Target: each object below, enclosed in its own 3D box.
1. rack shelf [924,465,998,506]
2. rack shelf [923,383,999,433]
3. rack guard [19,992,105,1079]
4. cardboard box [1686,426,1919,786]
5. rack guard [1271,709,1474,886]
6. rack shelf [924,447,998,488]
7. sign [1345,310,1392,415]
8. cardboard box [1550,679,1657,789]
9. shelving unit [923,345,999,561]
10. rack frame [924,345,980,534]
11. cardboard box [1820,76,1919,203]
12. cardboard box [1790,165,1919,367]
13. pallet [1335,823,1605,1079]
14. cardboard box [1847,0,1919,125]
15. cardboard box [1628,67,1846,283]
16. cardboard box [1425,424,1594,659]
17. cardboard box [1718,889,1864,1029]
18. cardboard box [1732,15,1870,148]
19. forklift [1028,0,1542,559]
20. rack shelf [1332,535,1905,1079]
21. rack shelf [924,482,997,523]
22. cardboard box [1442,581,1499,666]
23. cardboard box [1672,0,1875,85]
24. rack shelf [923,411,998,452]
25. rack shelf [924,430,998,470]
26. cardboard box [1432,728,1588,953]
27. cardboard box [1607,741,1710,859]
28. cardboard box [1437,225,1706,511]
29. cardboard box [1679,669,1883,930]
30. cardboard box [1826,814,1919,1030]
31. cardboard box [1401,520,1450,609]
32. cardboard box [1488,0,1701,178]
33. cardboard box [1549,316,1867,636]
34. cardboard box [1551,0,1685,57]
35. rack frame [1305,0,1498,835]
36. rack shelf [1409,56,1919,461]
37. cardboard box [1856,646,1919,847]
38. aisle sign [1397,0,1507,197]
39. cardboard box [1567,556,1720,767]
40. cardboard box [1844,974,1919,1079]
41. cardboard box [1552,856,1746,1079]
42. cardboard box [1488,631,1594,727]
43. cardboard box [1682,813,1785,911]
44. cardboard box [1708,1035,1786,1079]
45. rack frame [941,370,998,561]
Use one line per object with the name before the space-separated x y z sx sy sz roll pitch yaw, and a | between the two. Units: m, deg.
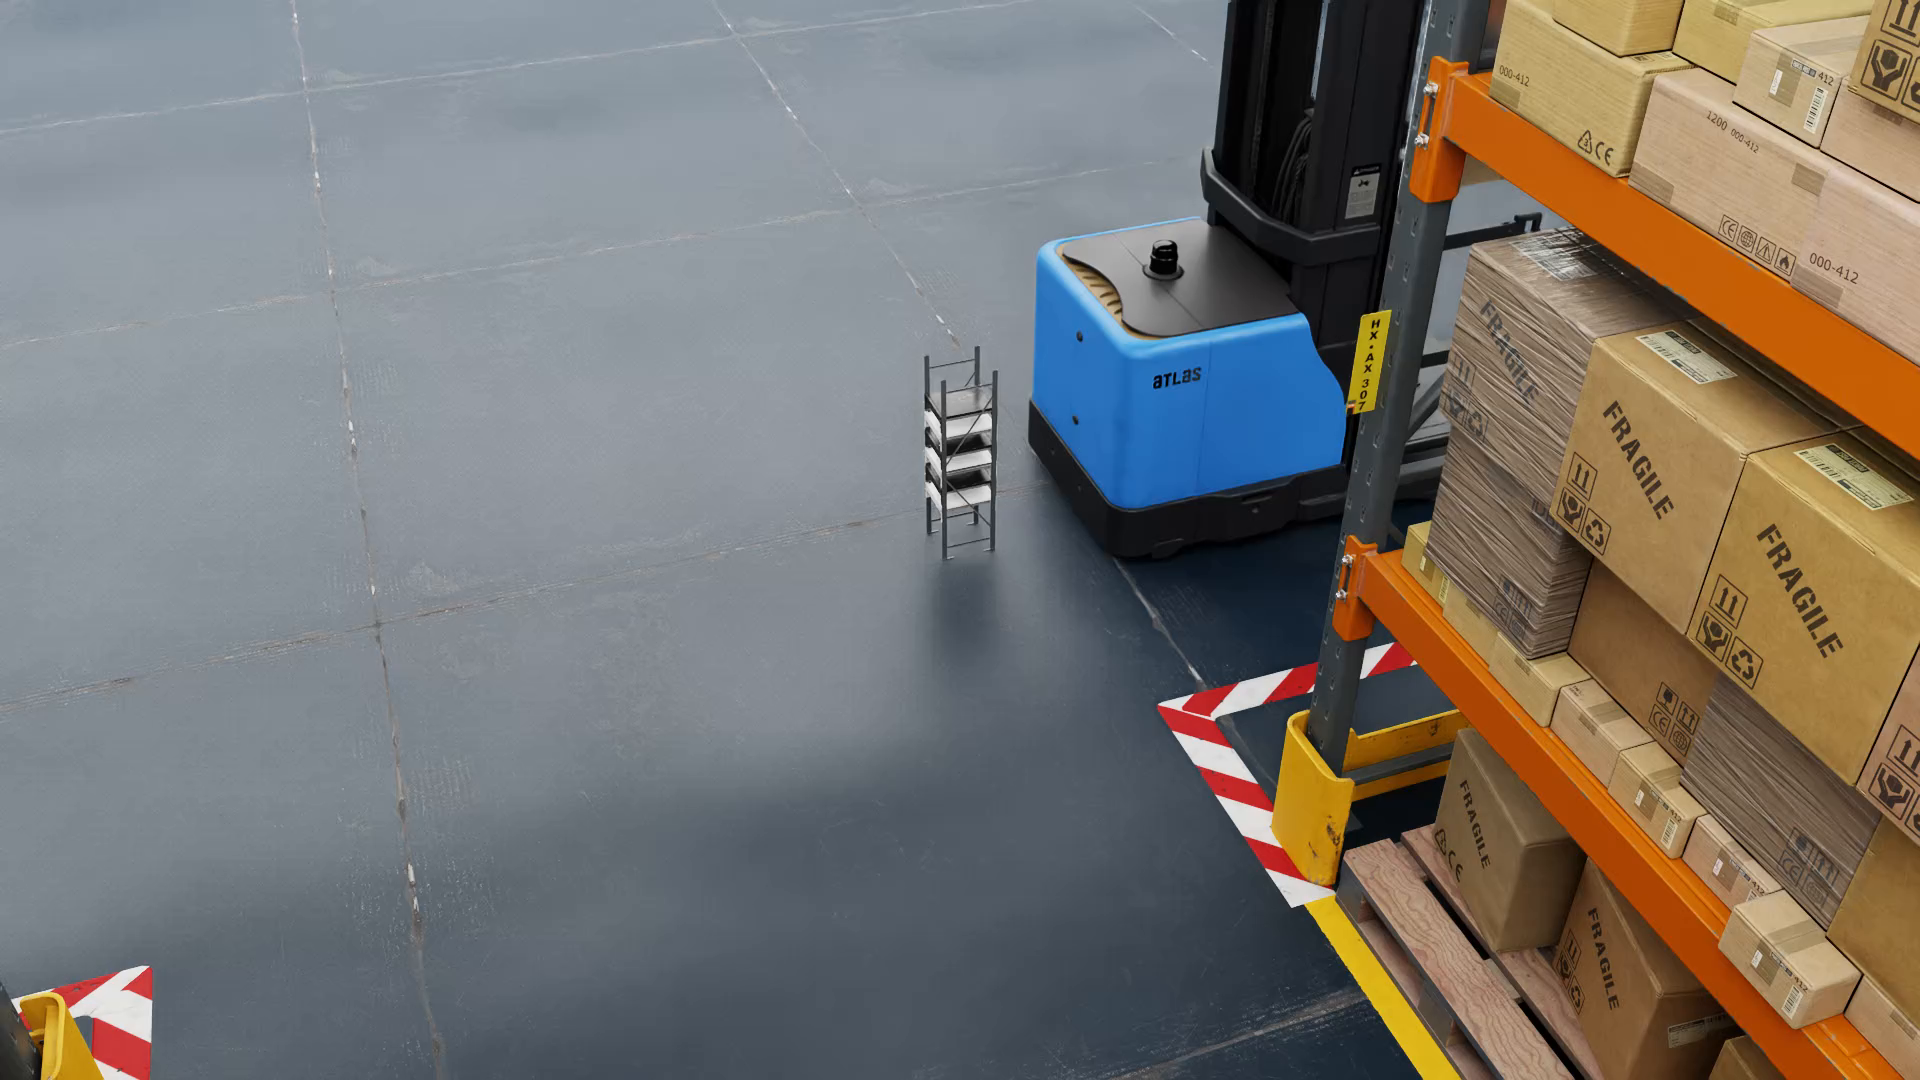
rack shelf | 0.003 -0.256 7.047 0.258 0.077 0.200 -12 39 -16
rack shelf | 0.003 -0.544 6.831 0.258 0.077 0.200 -12 39 -16
rack guard | -3.034 1.689 4.592 1.175 0.500 0.348 -12 39 -16
cardboard box | 1.938 0.109 3.450 0.500 0.500 0.500 -12 39 -16
rack guard | 1.692 0.776 5.805 1.175 0.500 0.348 -12 39 -16
rack shelf | 0.003 -0.328 6.993 0.258 0.077 0.200 -12 39 -16
sign | 1.156 -0.499 4.700 0.100 0.325 0.005 -12 39 -16
cardboard box | 1.785 0.471 4.340 0.380 0.149 0.250 -12 39 -16
shelving unit | 0.003 -0.355 6.973 0.258 0.900 0.210 -12 39 -16
rack frame | -0.032 -0.412 7.049 0.240 0.900 0.006 -12 39 -16
cardboard box | 1.851 -0.769 3.078 0.380 0.149 0.250 -13 39 -16
cardboard box | 1.939 -0.507 3.062 0.500 0.250 0.500 -13 39 -16
pallet | 1.938 1.357 5.273 1.003 0.211 1.213 -12 39 -16
cardboard box | 1.923 -0.928 2.749 0.500 0.500 0.500 -13 39 -16
cardboard box | 1.772 -0.788 3.435 0.500 0.250 0.500 -13 39 -17
cardboard box | 1.829 -0.108 4.570 0.875 0.500 0.500 -12 39 -16
cardboard box | 1.965 0.912 3.754 0.380 0.149 0.250 -12 39 -16
cardboard box | 1.771 -0.907 3.262 0.380 0.149 0.250 -11 38 -14
forklift | 1.890 -1.632 6.980 3.031 2.935 1.130 -12 39 -16
rack shelf | 2.354 1.151 3.826 1.077 0.370 4.000 -12 39 -16
rack shelf | 0.003 -0.184 7.102 0.258 0.077 0.200 -12 39 -16
cardboard box | 1.608 0.190 4.713 0.380 0.149 0.250 -12 39 -16
cardboard box | 1.744 -1.076 3.486 0.380 0.149 0.250 -13 39 -17
rack shelf | 0.003 -0.472 6.885 0.258 0.077 0.200 -12 39 -16
rack shelf | 0.003 -0.400 6.939 0.258 0.077 0.200 -12 39 -16
cardboard box | 1.865 0.921 5.262 0.500 0.500 0.500 -6 37 -7
cardboard box | 1.865 0.614 4.150 0.380 0.149 0.250 -12 39 -16
cardboard box | 1.599 -0.457 4.202 0.500 0.500 0.500 -12 39 -16
cardboard box | 2.245 0.441 3.841 0.875 0.500 0.500 -12 39 -16
cardboard box | 2.406 0.726 3.463 0.875 0.500 0.500 -12 39 -16
cardboard box | 1.540 0.045 4.906 0.380 0.149 0.250 -12 39 -16
cardboard box | 1.589 -1.078 3.820 0.500 0.250 0.500 -11 38 -15
cardboard box | 1.765 -0.173 3.825 0.500 0.500 0.500 -12 39 -16
cardboard box | 1.542 -1.193 3.641 0.380 0.149 0.250 -12 39 -15
rack frame | 1.666 -0.266 5.110 1.000 3.000 0.127 -12 39 -16
rack shelf | 2.354 -0.047 2.924 1.077 0.370 4.000 -12 39 -16
cardboard box | 2.116 0.391 3.077 0.500 0.500 0.500 -12 39 -16
aisle sign | 1.363 -1.277 4.291 0.394 0.787 0.004 -12 39 -16
cardboard box | 2.114 0.150 4.228 0.875 0.500 0.500 -12 39 -16
cardboard box | 2.176 1.026 3.603 0.380 0.149 0.250 -12 39 -16
cardboard box | 2.103 1.252 4.823 0.500 0.500 0.500 -3 37 -4
cardboard box | 1.680 0.335 4.522 0.380 0.149 0.250 -12 39 -16
cardboard box | 1.976 0.750 3.970 0.380 0.149 0.250 -12 39 -16
cardboard box | 2.300 1.609 4.349 0.500 0.500 0.500 -9 38 -12
rack frame | 0.038 -0.297 6.897 0.240 0.900 0.006 -12 39 -16
